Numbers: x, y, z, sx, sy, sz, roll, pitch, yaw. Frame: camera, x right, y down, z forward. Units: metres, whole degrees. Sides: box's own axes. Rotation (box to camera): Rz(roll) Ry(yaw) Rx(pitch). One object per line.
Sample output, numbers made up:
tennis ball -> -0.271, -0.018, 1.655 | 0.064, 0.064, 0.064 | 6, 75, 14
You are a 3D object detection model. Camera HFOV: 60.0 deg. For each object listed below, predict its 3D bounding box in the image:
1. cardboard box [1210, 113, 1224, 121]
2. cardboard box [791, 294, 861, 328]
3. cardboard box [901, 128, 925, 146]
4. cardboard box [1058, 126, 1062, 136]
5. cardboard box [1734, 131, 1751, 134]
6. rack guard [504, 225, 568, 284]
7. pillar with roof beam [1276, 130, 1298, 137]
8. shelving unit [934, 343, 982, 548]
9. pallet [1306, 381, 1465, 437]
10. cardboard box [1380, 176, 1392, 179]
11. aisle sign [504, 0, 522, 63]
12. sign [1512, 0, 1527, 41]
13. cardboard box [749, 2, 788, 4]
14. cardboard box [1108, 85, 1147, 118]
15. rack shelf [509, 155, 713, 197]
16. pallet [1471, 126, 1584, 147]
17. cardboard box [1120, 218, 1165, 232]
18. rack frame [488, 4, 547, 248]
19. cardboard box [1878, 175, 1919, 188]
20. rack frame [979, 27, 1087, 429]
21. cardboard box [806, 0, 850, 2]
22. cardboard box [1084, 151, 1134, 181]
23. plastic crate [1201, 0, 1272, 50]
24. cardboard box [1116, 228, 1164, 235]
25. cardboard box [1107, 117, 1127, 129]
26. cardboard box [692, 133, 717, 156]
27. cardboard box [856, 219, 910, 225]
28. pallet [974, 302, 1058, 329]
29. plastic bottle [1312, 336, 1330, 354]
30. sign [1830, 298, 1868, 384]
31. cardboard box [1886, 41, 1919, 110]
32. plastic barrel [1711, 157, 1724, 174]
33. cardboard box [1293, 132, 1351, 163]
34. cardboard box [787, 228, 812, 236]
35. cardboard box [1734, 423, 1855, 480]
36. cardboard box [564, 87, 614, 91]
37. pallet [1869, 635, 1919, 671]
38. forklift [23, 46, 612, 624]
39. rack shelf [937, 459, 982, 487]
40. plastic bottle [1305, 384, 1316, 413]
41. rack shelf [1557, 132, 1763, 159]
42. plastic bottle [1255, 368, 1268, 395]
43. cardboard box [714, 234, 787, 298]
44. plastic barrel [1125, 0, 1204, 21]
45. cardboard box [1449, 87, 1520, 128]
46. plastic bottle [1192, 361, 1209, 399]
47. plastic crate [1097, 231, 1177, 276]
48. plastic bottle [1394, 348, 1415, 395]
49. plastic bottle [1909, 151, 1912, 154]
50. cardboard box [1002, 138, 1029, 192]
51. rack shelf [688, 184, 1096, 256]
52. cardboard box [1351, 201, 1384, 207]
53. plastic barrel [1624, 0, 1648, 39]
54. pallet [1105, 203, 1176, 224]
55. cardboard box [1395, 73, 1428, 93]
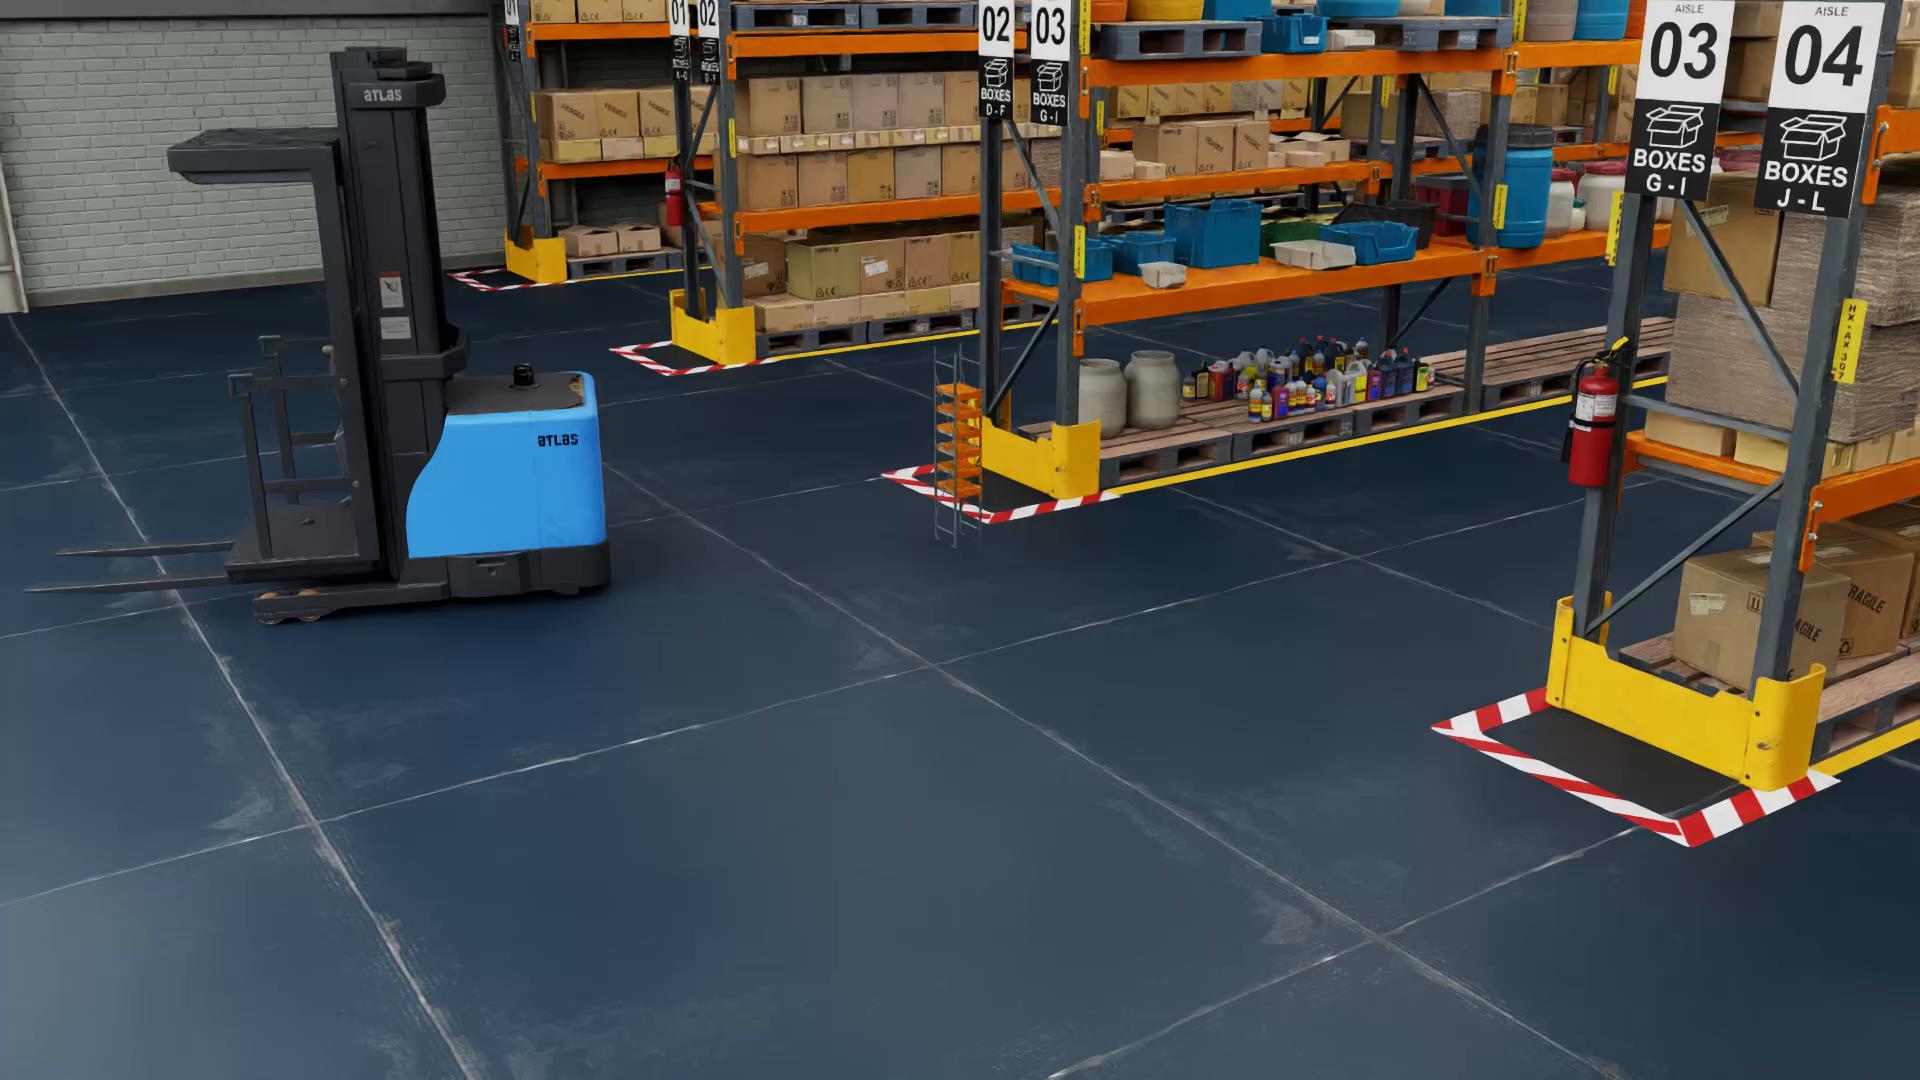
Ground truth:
cardboard box -> 3.592, -6.104, 23.976 | 0.250, 0.149, 0.380 | -11, 22, -30
cardboard box -> -1.277, -2.186, 15.666 | 0.500, 0.250, 0.500 | -12, 22, -31
cardboard box -> -0.532, -3.803, 15.641 | 0.250, 0.149, 0.380 | -12, 22, -31
cardboard box -> 0.969, -4.120, 16.579 | 0.250, 0.149, 0.380 | -12, 22, -31
cardboard box -> 10.444, -5.788, 22.525 | 0.500, 0.500, 0.500 | -12, 22, -31
rack guard -> -4.927, -3.320, 19.284 | 0.348, 0.500, 1.175 | -12, 22, -31
pillar with roof beam -> 7.508, -8.649, 21.778 | 0.400, 9.000, 9.100 | -12, 22, -31
shelving unit -> -0.012, -0.566, 10.045 | 0.189, 1.200, 0.258 | -12, 22, -31
pallet -> 3.215, -1.117, 13.219 | 1.213, 0.211, 1.003 | -12, 22, -31
cardboard box -> 6.564, -5.901, 26.262 | 0.500, 0.500, 0.700 | -11, 22, -30
aisle sign -> -4.885, -5.629, 18.152 | 0.004, 0.787, 0.394 | -12, 22, -31
sign -> 4.092, -3.821, 12.167 | 0.005, 0.325, 0.100 | -12, 22, -31
cardboard box -> -2.365, -6.432, 19.716 | 0.500, 0.500, 0.500 | -14, 23, -36
cardboard box -> 2.237, -6.114, 22.995 | 0.500, 0.500, 0.500 | -11, 22, -30
rack shelf -> -3.320, -4.502, 20.001 | 4.000, 0.370, 1.077 | -12, 22, -31
pallet -> 7.032, -5.077, 20.879 | 1.213, 0.211, 1.003 | -12, 22, -31
cardboard box -> 2.108, -3.361, 18.266 | 0.500, 0.311, 0.500 | -12, 22, -32
rack frame -> -4.990, -4.490, 18.844 | 0.127, 3.000, 1.000 | -12, 22, -31
cardboard box -> 4.213, -1.288, 7.189 | 0.500, 0.500, 0.500 | -12, 22, -31
rack frame -> 0.458, -1.841, 11.005 | 0.127, 3.000, 1.000 | -12, 22, -31
cardboard box -> -1.183, -4.893, 14.870 | 0.250, 0.149, 0.380 | -12, 22, -31
cardboard box -> 1.465, -3.898, 17.325 | 0.500, 0.250, 0.500 | -10, 21, -28
plastic crate -> 1.885, -3.670, 11.759 | 0.575, 0.384, 0.392 | -12, 22, -31
cardboard box -> 1.981, -3.126, 17.568 | 0.500, 0.311, 0.500 | -12, 22, -32
cardboard box -> 2.093, -5.786, 23.037 | 0.250, 0.149, 0.380 | -12, 22, -32
cardboard box -> -3.130, -4.702, 19.672 | 0.500, 0.250, 0.500 | -12, 22, -31
cardboard box -> -1.044, -4.353, 21.654 | 0.500, 0.500, 0.700 | -11, 22, -30
pallet -> 0.391, -2.421, 17.076 | 1.213, 0.211, 1.003 | -12, 22, -31
plastic bottle -> 2.897, -1.467, 13.351 | 0.185, 0.351, 0.144 | -11, 22, -30
sign -> 3.481, -0.781, 6.519 | 0.005, 0.325, 0.100 | -12, 22, -31
cardboard box -> 3.727, -1.881, 6.677 | 0.500, 0.250, 0.500 | -11, 22, -30
plastic barrel -> 6.398, -3.064, 14.451 | 0.421, 0.512, 0.421 | 0, 19, 0
cardboard box -> 4.091, -4.481, 18.954 | 0.500, 0.311, 0.500 | -10, 21, -28
cardboard box -> -2.080, -3.959, 21.008 | 0.250, 0.166, 0.380 | -16, 24, -38
cardboard box -> 3.551, -0.383, 7.087 | 0.250, 0.149, 0.380 | -12, 22, -31
cardboard box -> -4.288, -5.010, 19.413 | 0.500, 0.500, 0.500 | -12, 22, -31
pallet -> 4.962, 0.445, 8.600 | 1.213, 0.211, 1.003 | -12, 22, -31
forklift -> -3.534, -1.122, 8.988 | 3.031, 2.935, 1.130 | -4, 19, -13
rack shelf -> -0.012, -0.410, 10.098 | 0.180, 0.103, 0.258 | -12, 22, -31
plastic bottle -> 2.596, -1.055, 12.363 | 0.097, 0.201, 0.097 | 0, 19, 0
rack shelf -> 9.430, -5.291, 22.336 | 4.000, 0.370, 1.077 | -12, 22, -31
plastic bottle -> 2.332, -1.231, 12.885 | 0.097, 0.201, 0.097 | 0, 19, 0
cardboard box -> -1.979, -2.592, 15.694 | 0.500, 0.500, 0.500 | -12, 22, -31
plastic barrel -> 1.341, -3.784, 11.122 | 0.600, 0.588, 0.600 | 0, 19, 0
cardboard box -> 6.318, -5.198, 20.126 | 0.700, 0.500, 0.500 | 16, 24, 39
plastic bottle -> 1.839, -1.228, 12.749 | 0.133, 0.283, 0.061 | -11, 22, -30
plastic crate -> 1.257, -2.051, 11.860 | 0.408, 0.251, 0.499 | -12, 22, -31
plastic bottle -> 3.420, -1.308, 12.880 | 0.185, 0.351, 0.144 | -13, 22, -33
plastic bottle -> 9.940, -3.948, 17.423 | 0.133, 0.283, 0.061 | -12, 22, -31
cardboard box -> 0.274, -3.744, 16.478 | 0.500, 0.500, 0.700 | -12, 22, -32
rack shelf -> -0.592, -3.178, 16.083 | 4.000, 0.370, 1.077 | -12, 22, -31
cardboard box -> 5.071, -3.827, 20.097 | 0.500, 0.500, 0.500 | -11, 22, -29
plastic barrel -> 5.788, -4.672, 14.027 | 0.708, 0.830, 0.600 | -12, 22, -31
pallet -> 2.391, -4.697, 23.809 | 1.213, 0.211, 1.003 | -12, 22, -31
cardboard box -> 6.709, -7.095, 26.080 | 0.700, 0.700, 0.980 | -13, 23, -34
